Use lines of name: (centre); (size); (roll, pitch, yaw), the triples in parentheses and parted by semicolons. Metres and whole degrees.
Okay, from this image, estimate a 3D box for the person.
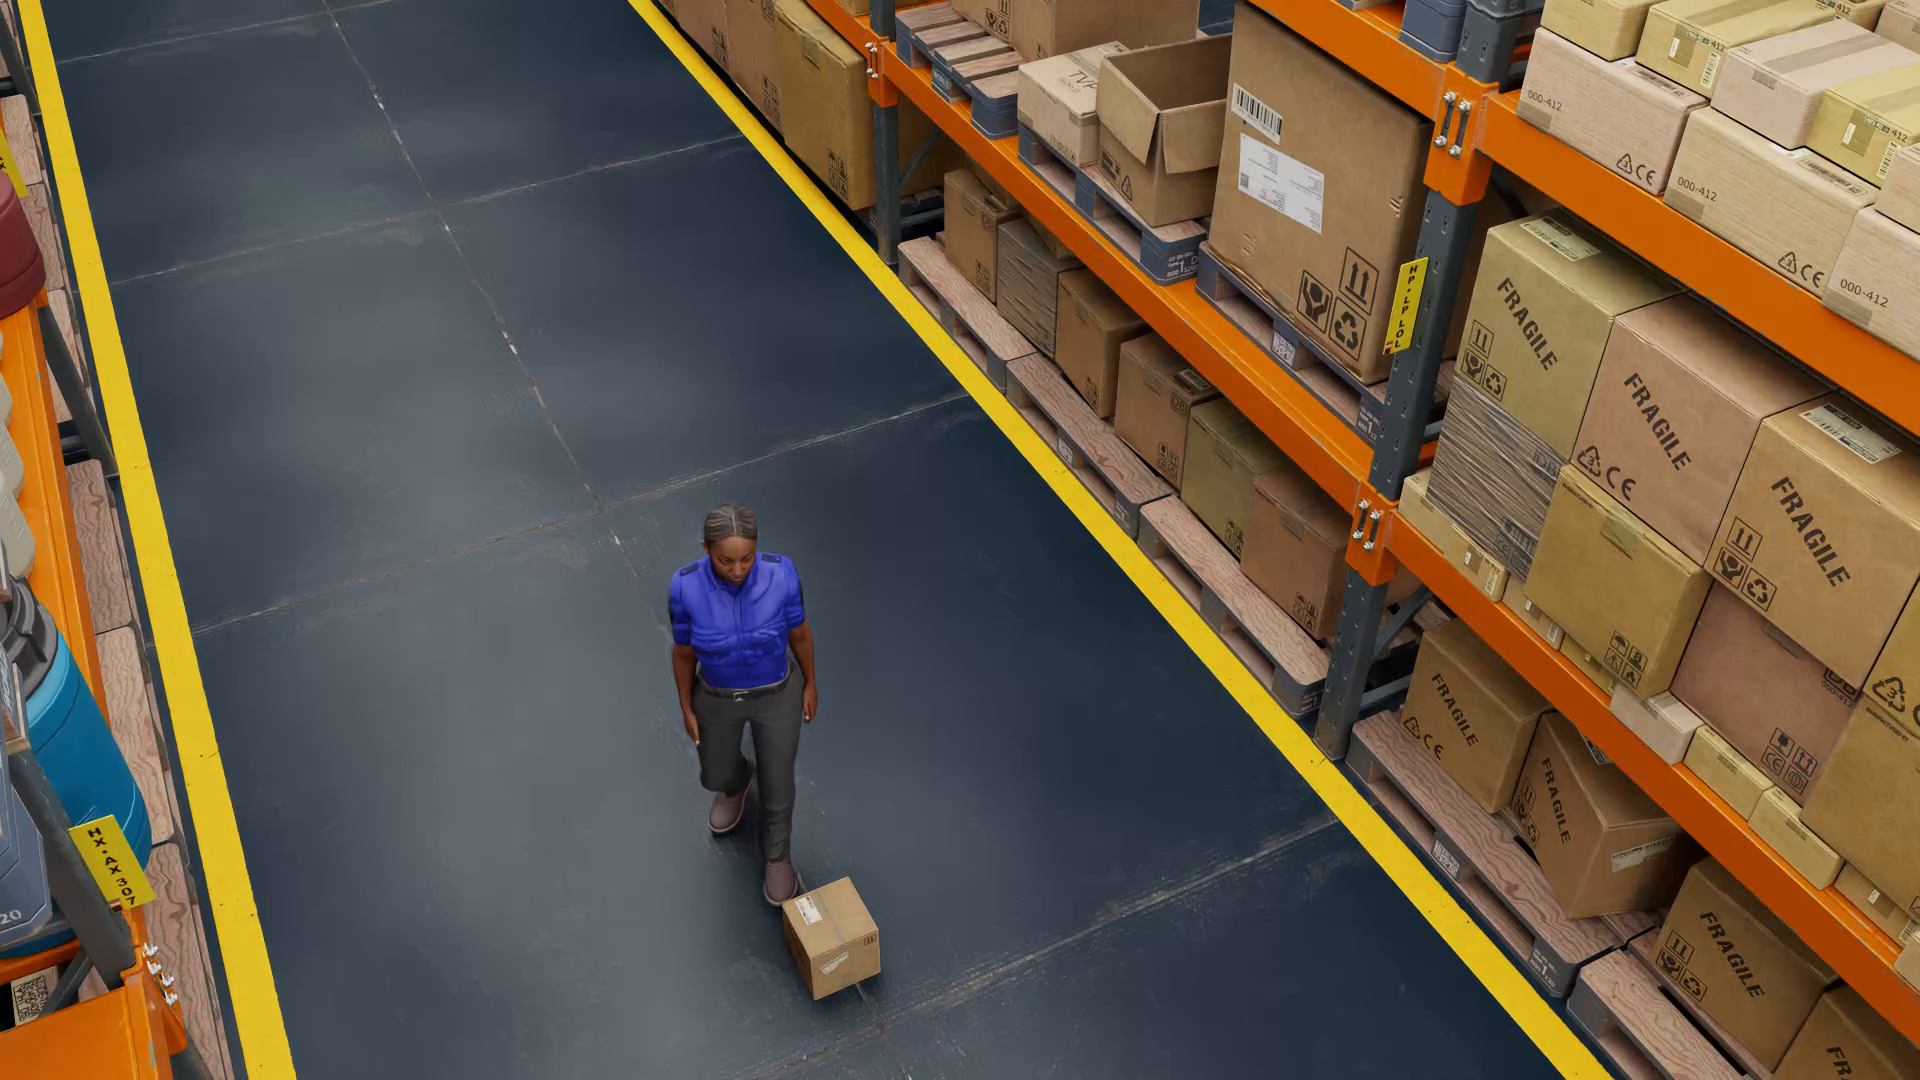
person: (-0.711, 0.499, 5.577); (0.462, 1.652, 0.605); (-5, 42, -6)
